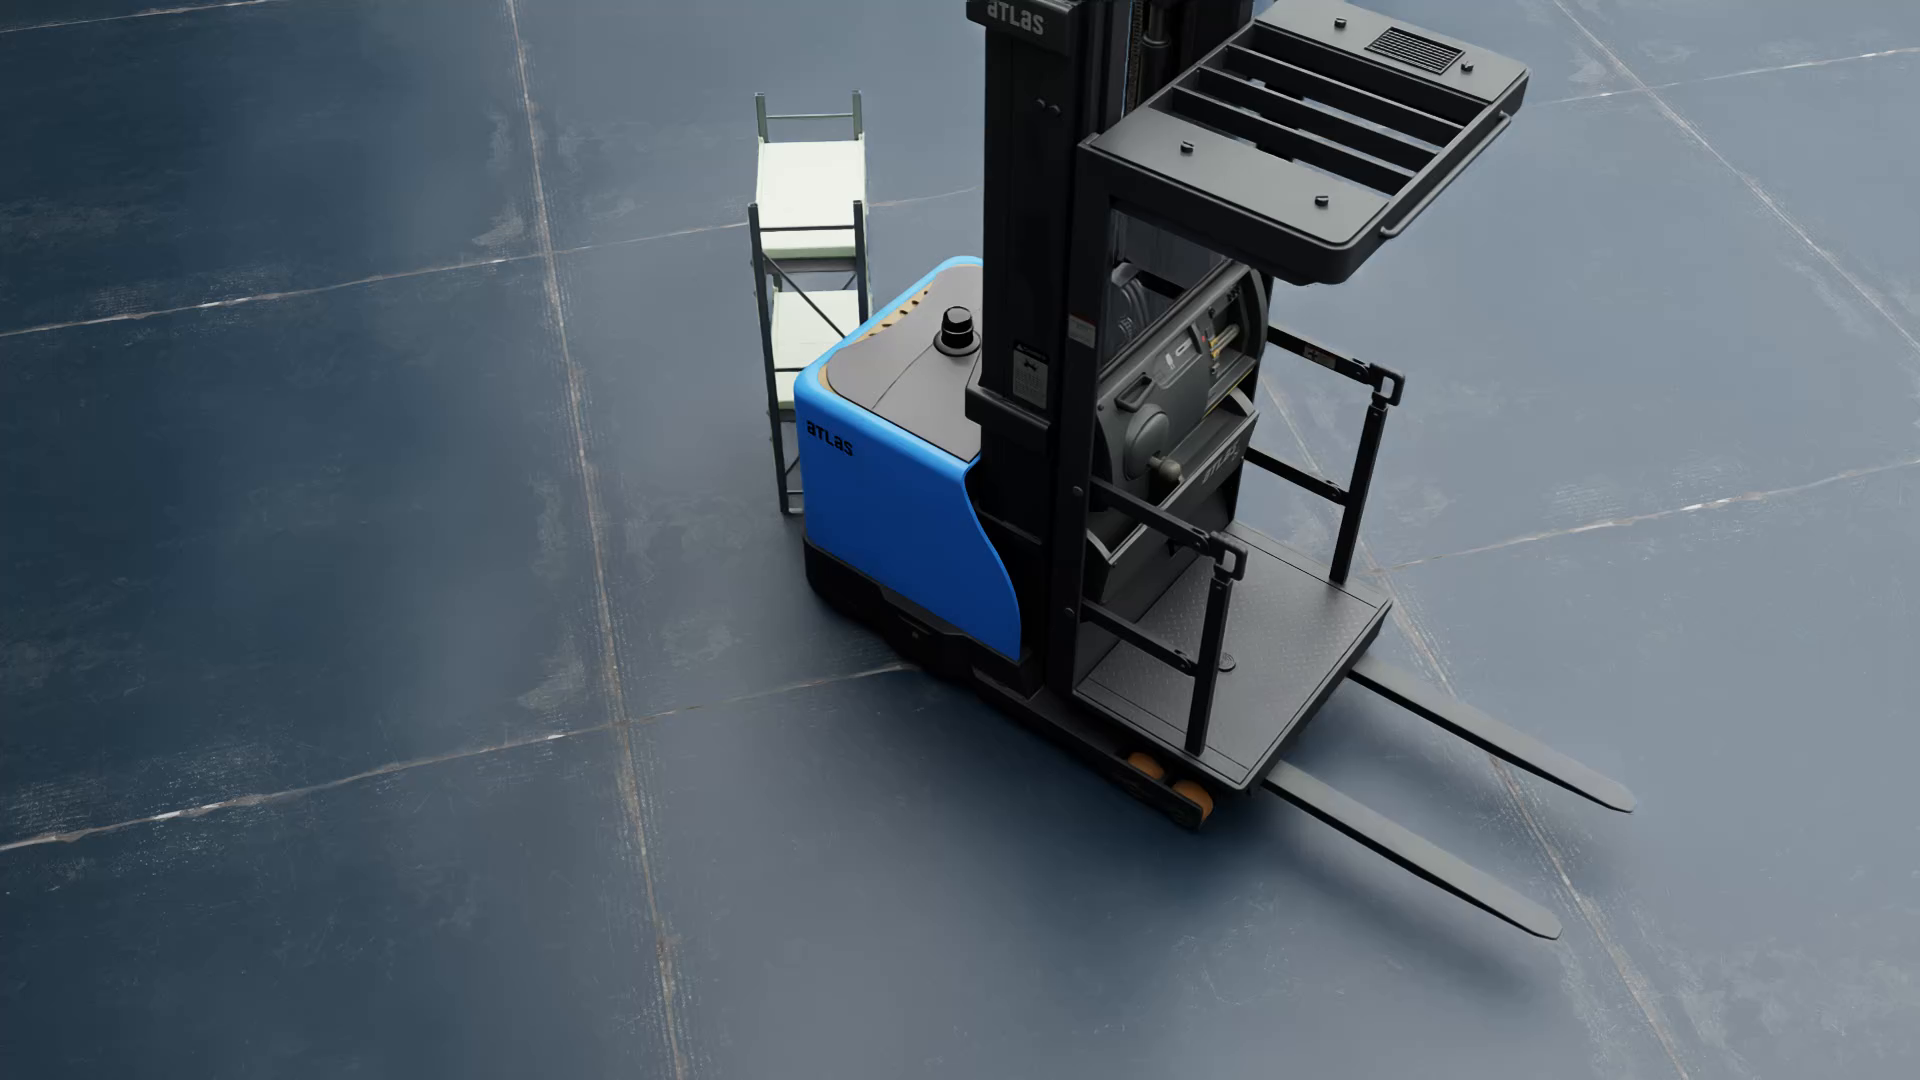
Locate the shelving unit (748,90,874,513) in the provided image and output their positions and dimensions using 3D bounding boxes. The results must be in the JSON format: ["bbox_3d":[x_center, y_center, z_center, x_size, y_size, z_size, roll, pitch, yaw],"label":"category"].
[{"bbox_3d":[-0.558,-0.911,6.593,0.431,1.500,0.755,-2,46,-2],"label":"shelving unit"}]

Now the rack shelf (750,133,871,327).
[{"bbox_3d":[-0.558,-1.184,6.314,0.431,0.370,0.720,-2,46,-2],"label":"rack shelf"}]

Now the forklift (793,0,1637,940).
[{"bbox_3d":[0.874,-0.466,5.155,3.031,2.935,1.130,29,52,25],"label":"forklift"}]

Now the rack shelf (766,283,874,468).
[{"bbox_3d":[-0.558,-0.683,6.826,0.431,0.370,0.720,-2,46,-2],"label":"rack shelf"}]

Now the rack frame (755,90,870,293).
[{"bbox_3d":[-0.577,-1.172,6.849,0.400,1.500,0.023,-2,46,-2],"label":"rack frame"}]

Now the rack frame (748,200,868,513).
[{"bbox_3d":[-0.540,-0.650,6.337,0.400,1.500,0.023,-2,46,-2],"label":"rack frame"}]
